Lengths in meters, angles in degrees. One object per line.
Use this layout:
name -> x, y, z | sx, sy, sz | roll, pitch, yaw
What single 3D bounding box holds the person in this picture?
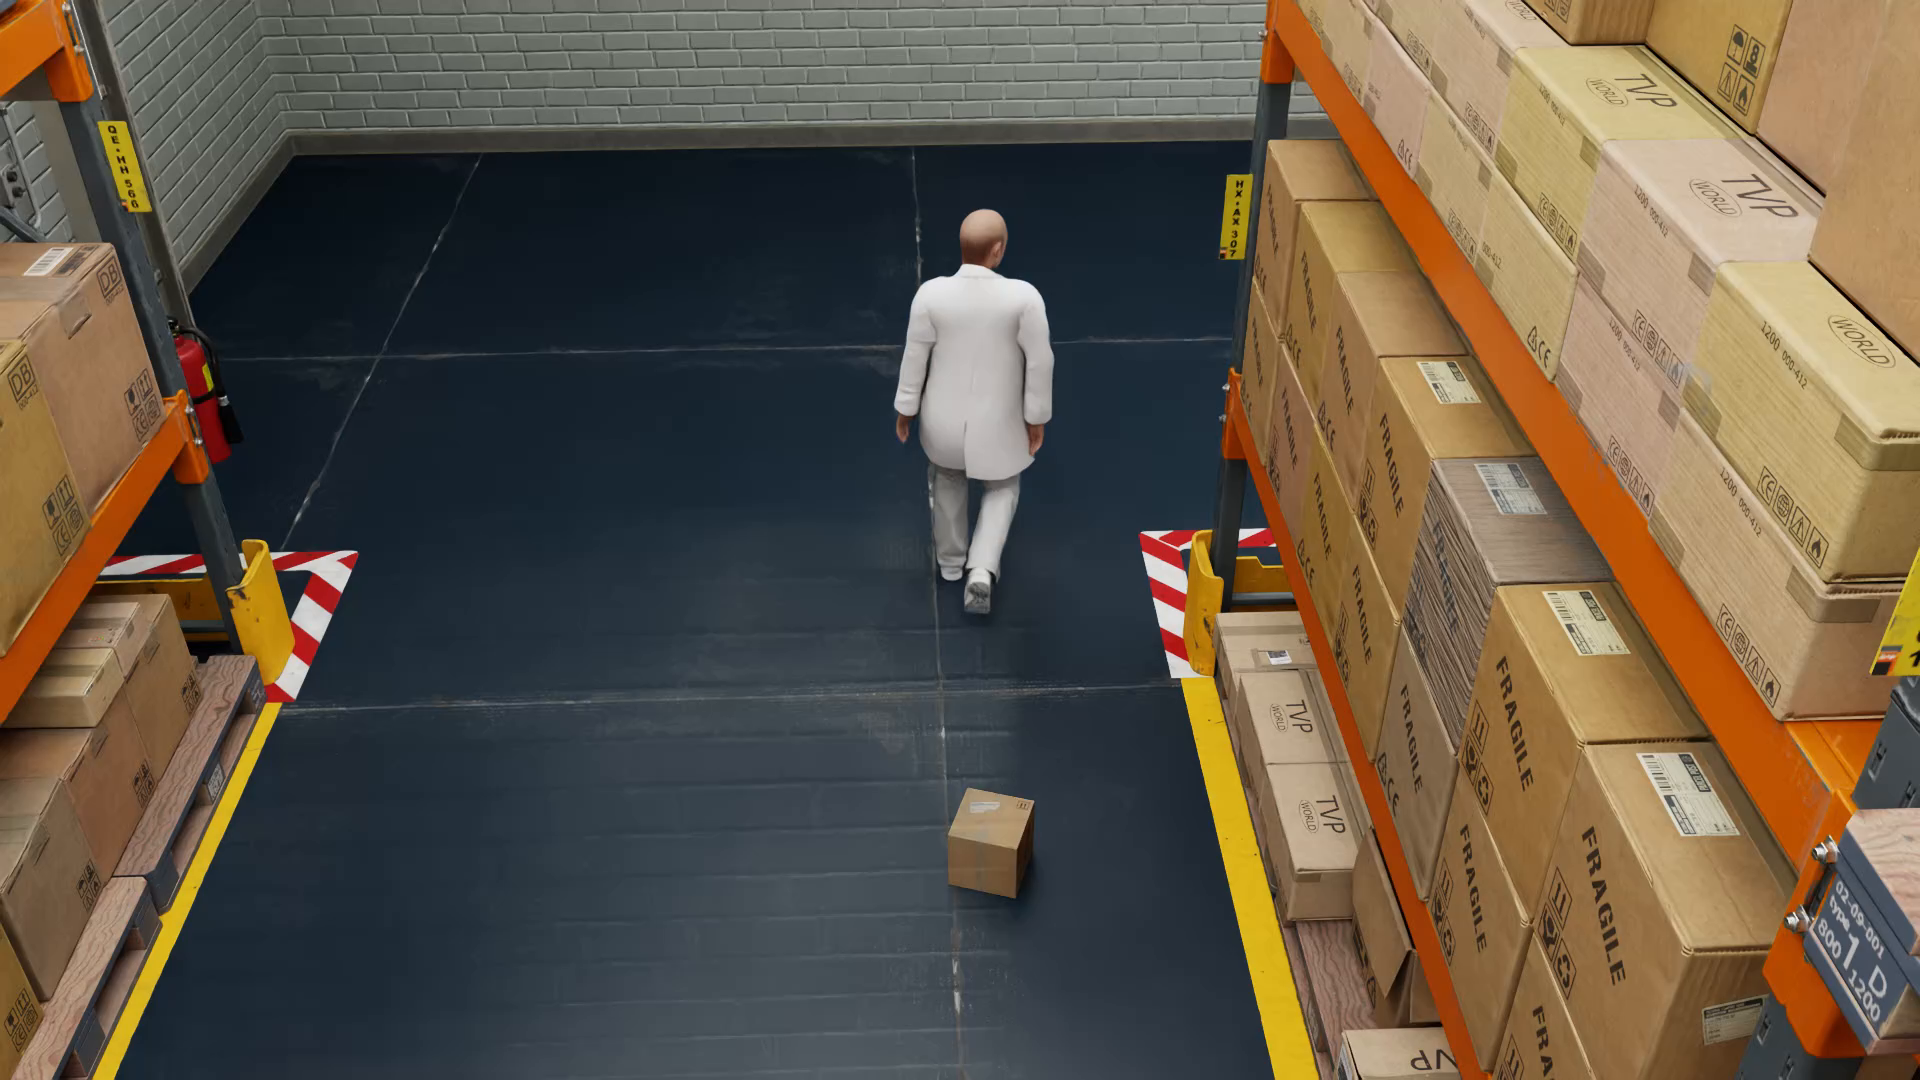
person -> 0.046, -0.497, 6.862 | 0.669, 1.750, 0.831 | 5, 35, 8
